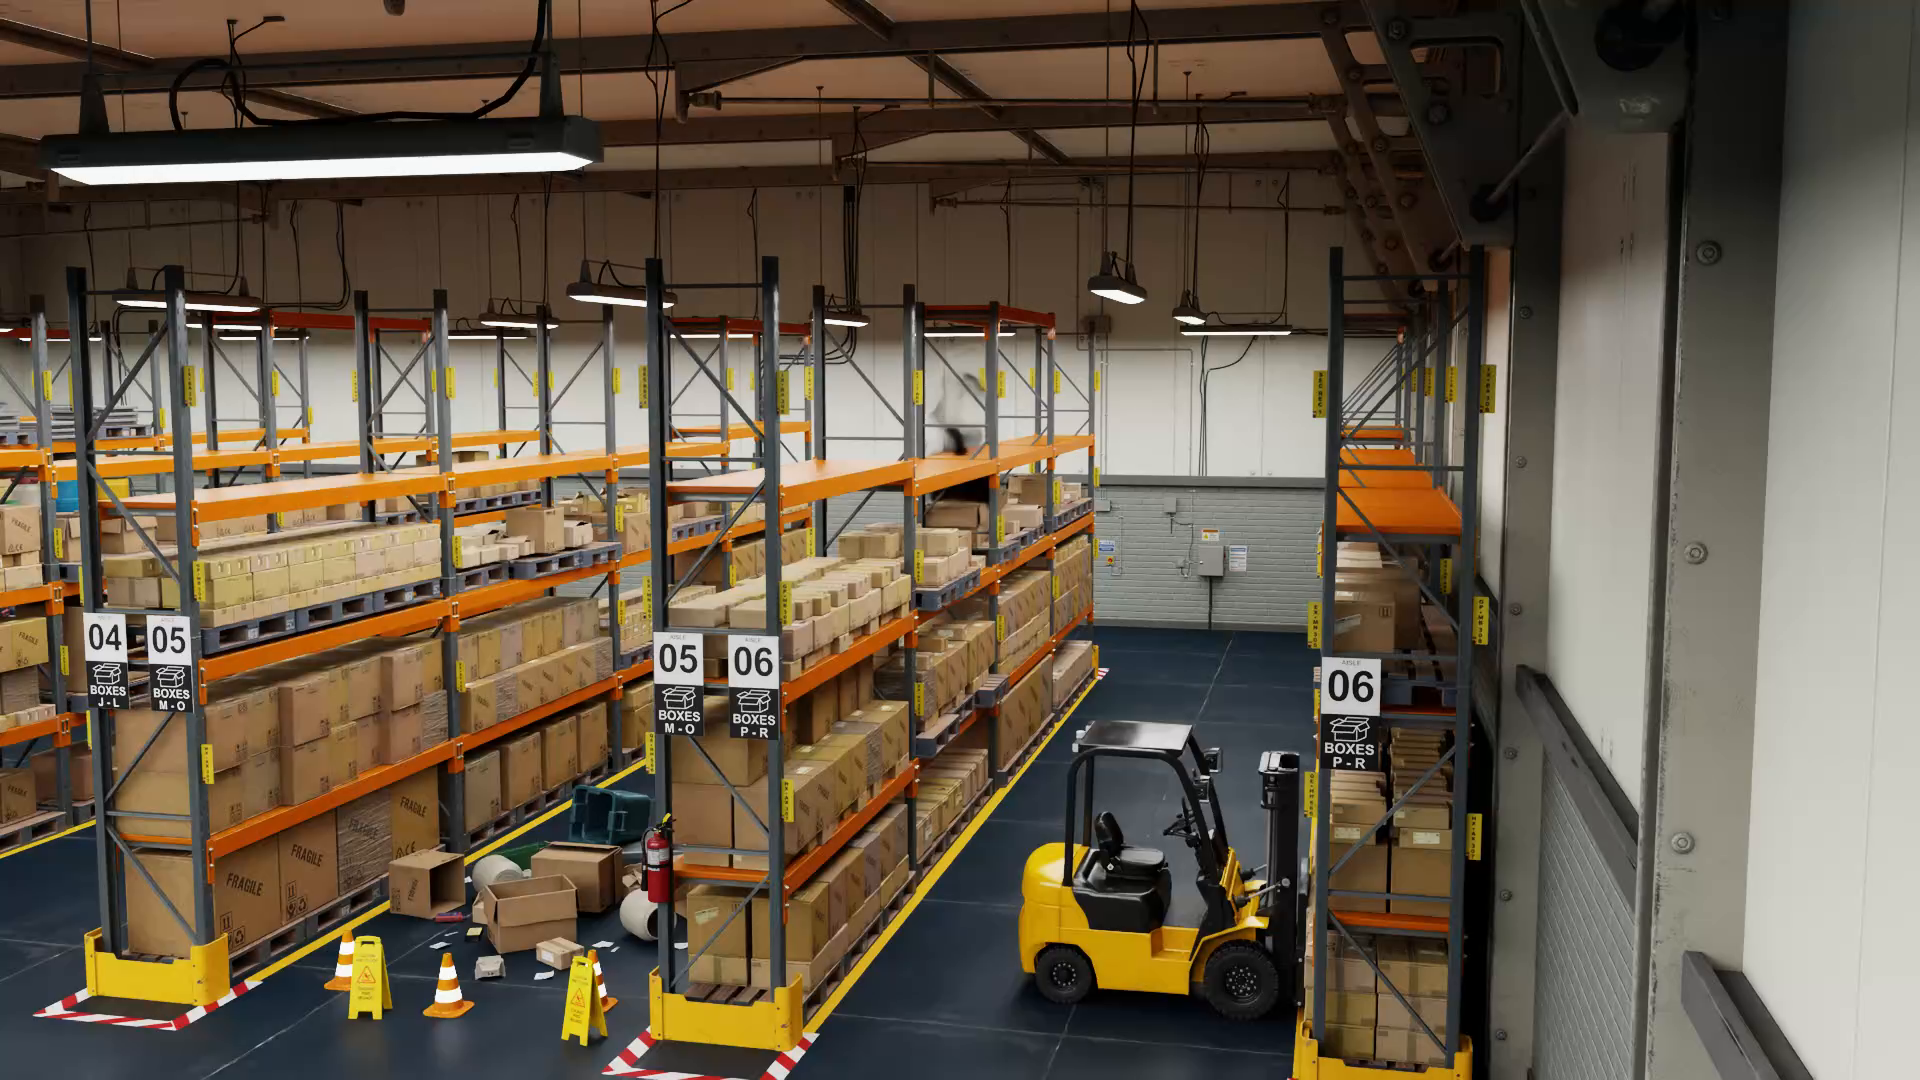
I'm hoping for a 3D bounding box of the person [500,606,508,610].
[{"bbox_3d":[-6.586,1.831,24.396,0.648,1.778,0.881,0,6,0],"label":"person"}]
